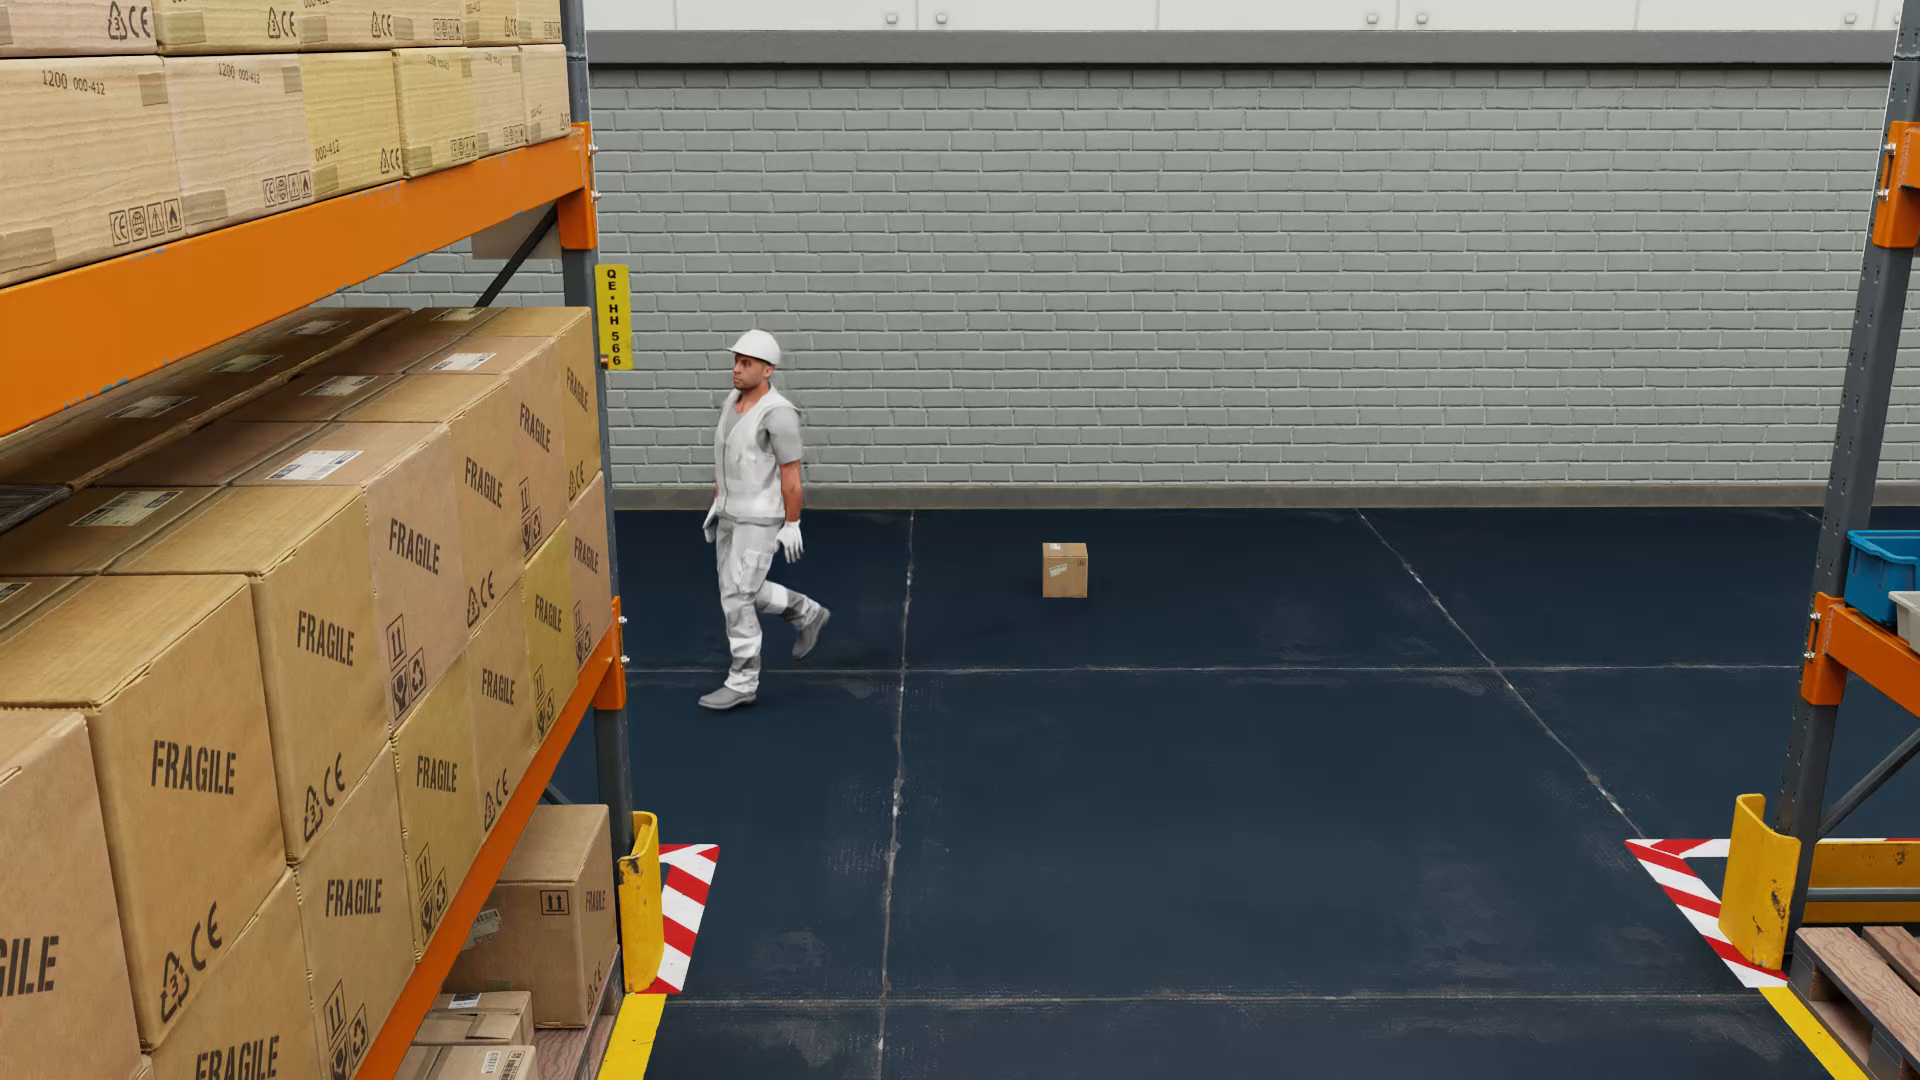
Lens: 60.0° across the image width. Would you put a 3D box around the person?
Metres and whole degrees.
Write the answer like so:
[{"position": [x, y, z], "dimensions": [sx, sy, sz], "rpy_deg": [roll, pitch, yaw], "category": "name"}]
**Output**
[{"position": [-0.937, -0.118, 7.836], "dimensions": [0.810, 1.765, 0.535], "rpy_deg": [-12, 21, -34], "category": "person"}]
